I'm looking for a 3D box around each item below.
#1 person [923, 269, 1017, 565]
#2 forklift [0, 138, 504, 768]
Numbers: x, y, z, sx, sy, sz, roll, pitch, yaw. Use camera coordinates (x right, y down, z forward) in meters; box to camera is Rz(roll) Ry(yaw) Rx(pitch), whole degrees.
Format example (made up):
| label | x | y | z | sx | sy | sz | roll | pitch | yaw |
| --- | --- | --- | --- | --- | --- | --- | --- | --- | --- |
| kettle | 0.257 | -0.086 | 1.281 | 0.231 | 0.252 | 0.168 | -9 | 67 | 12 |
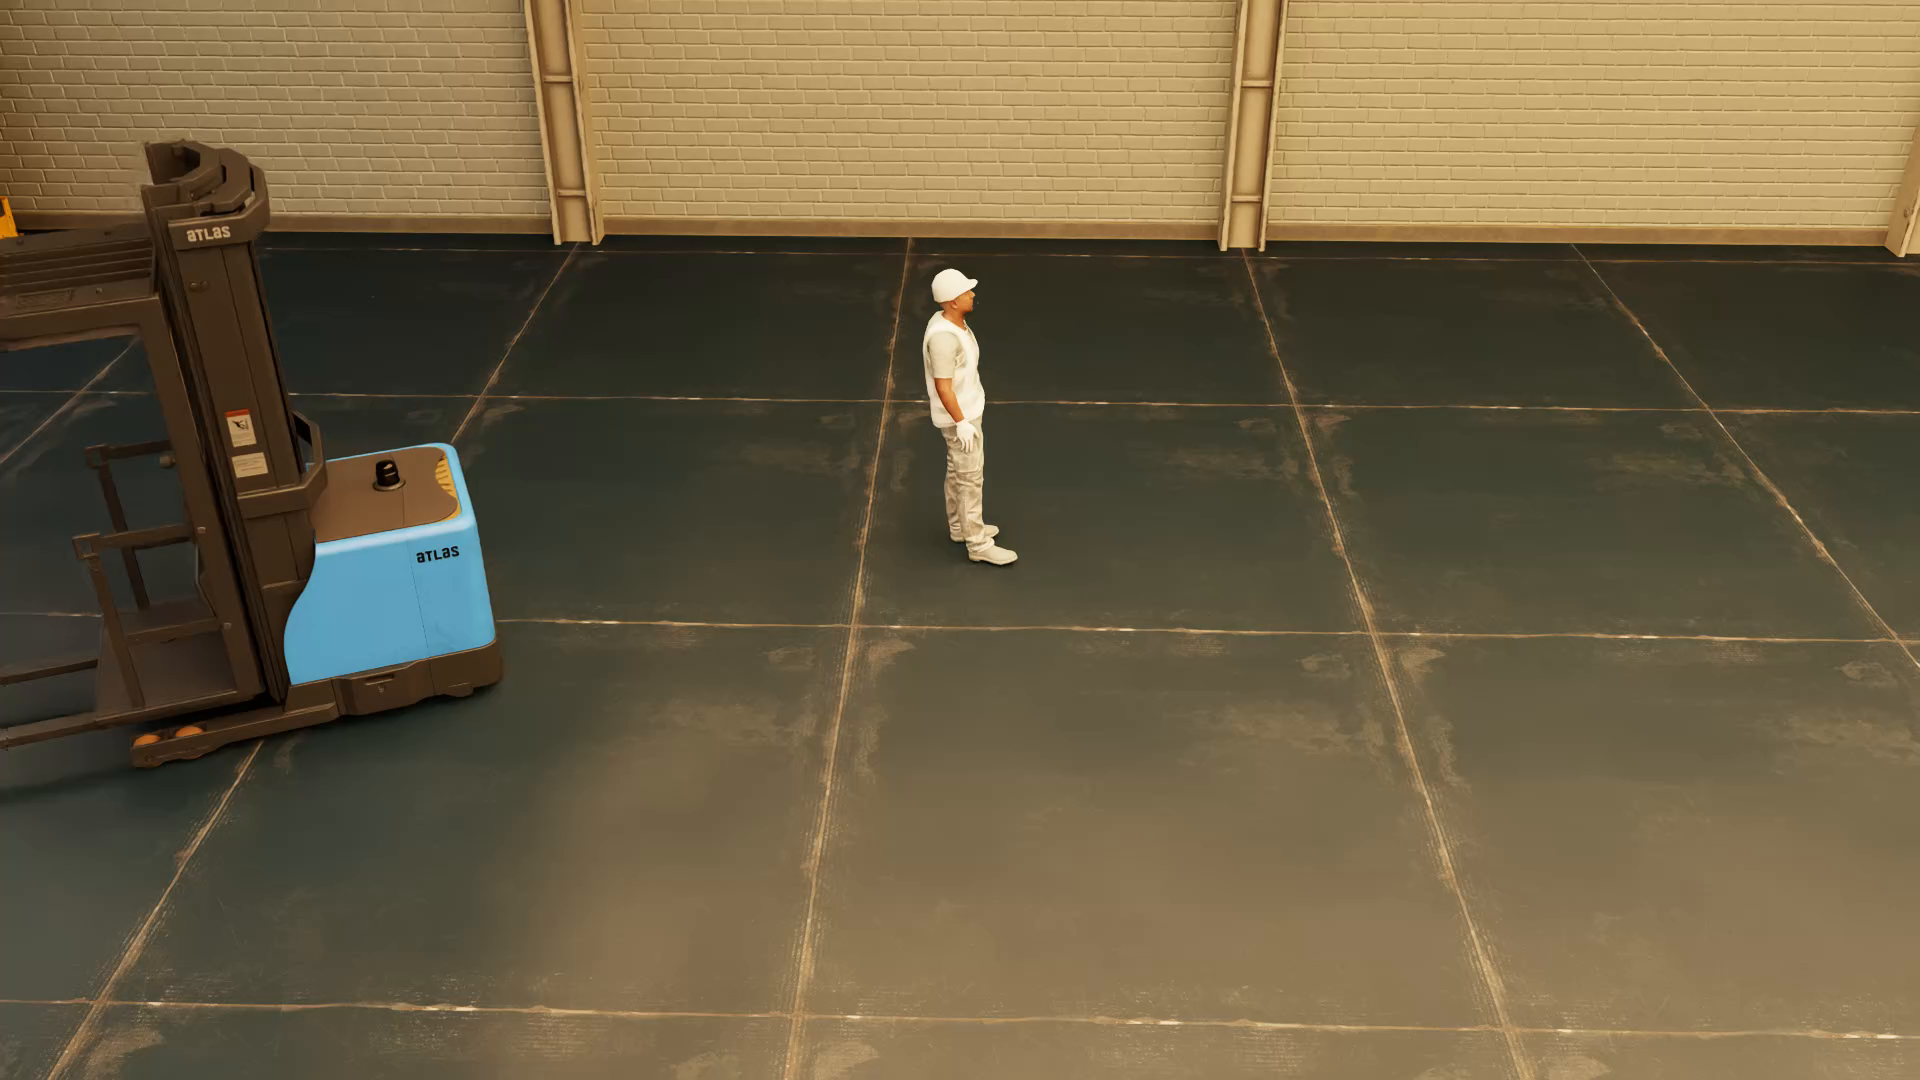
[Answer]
| label | x | y | z | sx | sy | sz | roll | pitch | yaw |
| --- | --- | --- | --- | --- | --- | --- | --- | --- | --- |
| person | 0.071 | -0.769 | 10.034 | 0.577 | 1.782 | 0.656 | 1 | 31 | 1 |
| forklift | -4.070 | -0.399 | 8.292 | 3.031 | 2.935 | 1.130 | -11 | 32 | -18 |
